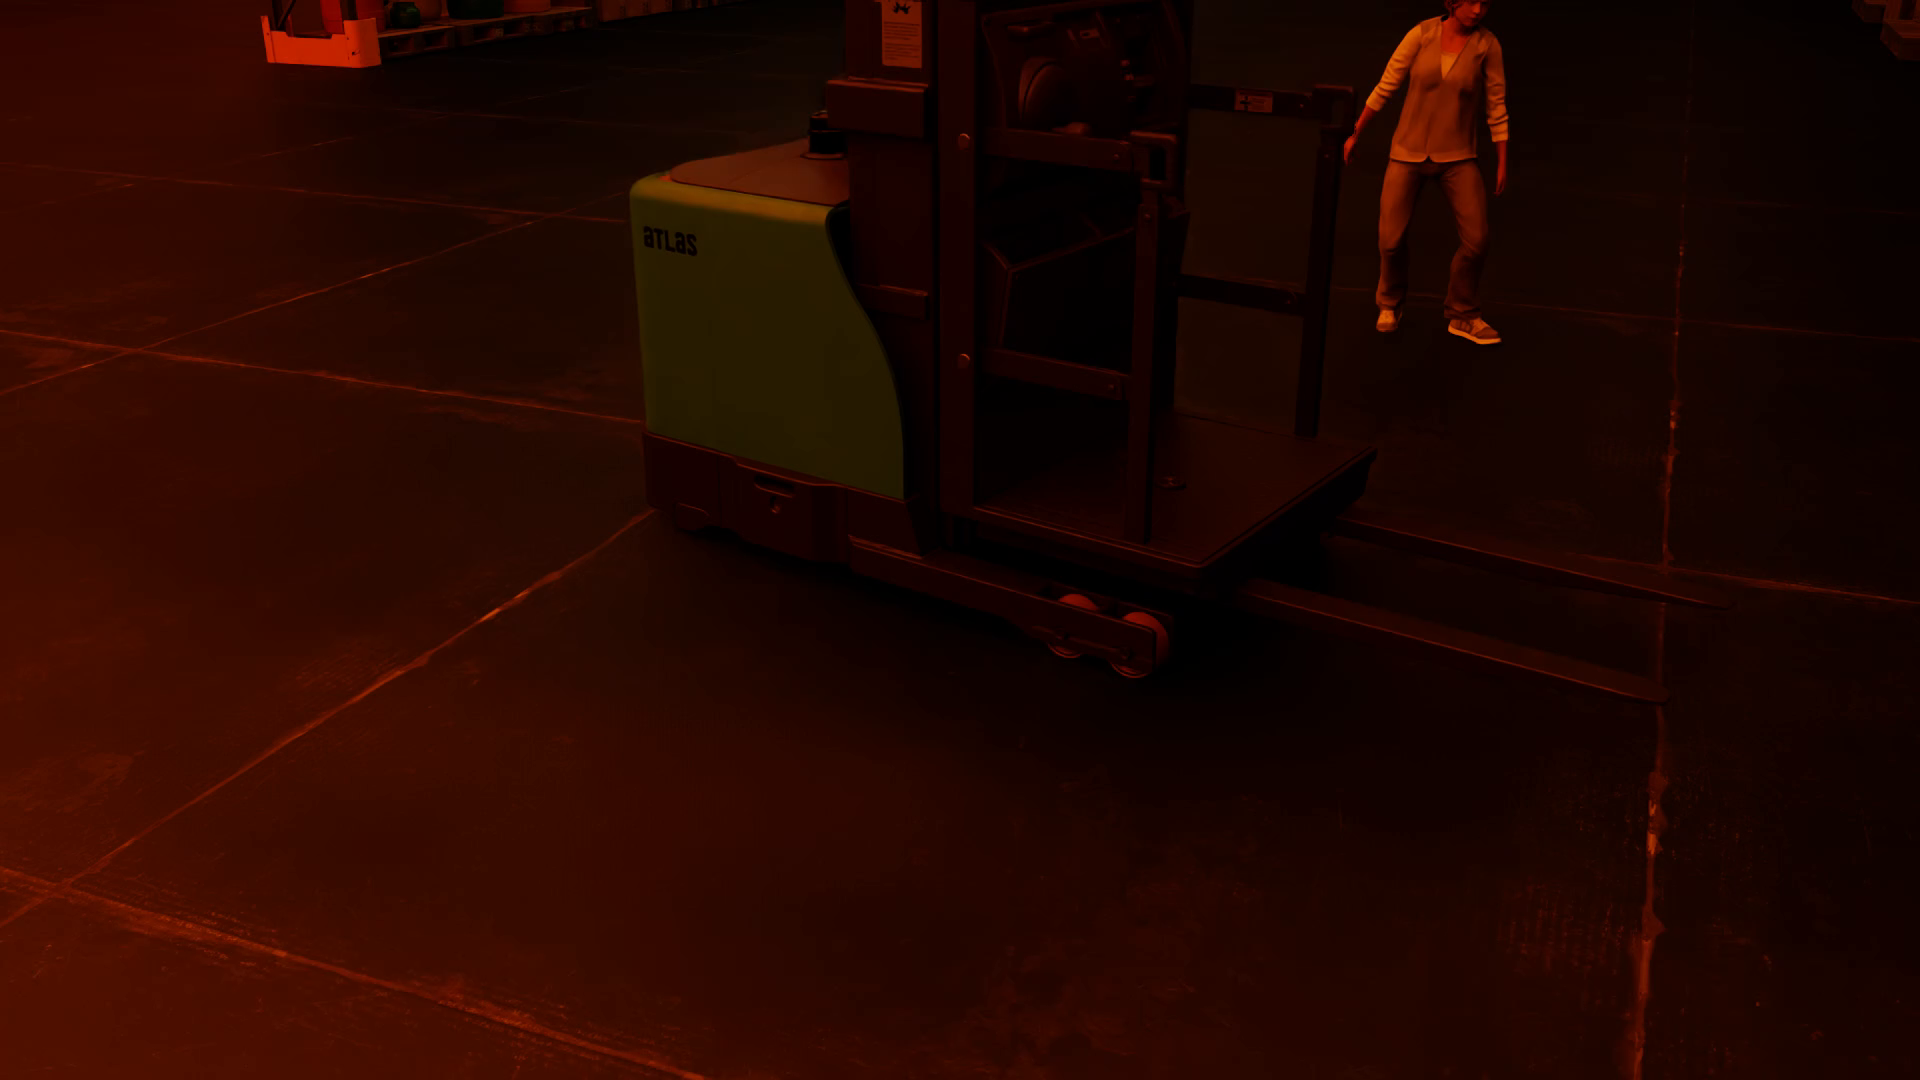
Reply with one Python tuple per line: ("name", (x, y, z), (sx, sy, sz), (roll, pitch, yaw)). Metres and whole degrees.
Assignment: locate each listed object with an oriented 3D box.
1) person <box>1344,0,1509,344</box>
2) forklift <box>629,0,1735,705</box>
("person", (1.981, -1.593, 6.976), (0.745, 1.564, 0.427), (9, 24, 20))
("forklift", (0.513, -1.231, 4.238), (3.031, 2.935, 1.130), (15, 27, 32))
